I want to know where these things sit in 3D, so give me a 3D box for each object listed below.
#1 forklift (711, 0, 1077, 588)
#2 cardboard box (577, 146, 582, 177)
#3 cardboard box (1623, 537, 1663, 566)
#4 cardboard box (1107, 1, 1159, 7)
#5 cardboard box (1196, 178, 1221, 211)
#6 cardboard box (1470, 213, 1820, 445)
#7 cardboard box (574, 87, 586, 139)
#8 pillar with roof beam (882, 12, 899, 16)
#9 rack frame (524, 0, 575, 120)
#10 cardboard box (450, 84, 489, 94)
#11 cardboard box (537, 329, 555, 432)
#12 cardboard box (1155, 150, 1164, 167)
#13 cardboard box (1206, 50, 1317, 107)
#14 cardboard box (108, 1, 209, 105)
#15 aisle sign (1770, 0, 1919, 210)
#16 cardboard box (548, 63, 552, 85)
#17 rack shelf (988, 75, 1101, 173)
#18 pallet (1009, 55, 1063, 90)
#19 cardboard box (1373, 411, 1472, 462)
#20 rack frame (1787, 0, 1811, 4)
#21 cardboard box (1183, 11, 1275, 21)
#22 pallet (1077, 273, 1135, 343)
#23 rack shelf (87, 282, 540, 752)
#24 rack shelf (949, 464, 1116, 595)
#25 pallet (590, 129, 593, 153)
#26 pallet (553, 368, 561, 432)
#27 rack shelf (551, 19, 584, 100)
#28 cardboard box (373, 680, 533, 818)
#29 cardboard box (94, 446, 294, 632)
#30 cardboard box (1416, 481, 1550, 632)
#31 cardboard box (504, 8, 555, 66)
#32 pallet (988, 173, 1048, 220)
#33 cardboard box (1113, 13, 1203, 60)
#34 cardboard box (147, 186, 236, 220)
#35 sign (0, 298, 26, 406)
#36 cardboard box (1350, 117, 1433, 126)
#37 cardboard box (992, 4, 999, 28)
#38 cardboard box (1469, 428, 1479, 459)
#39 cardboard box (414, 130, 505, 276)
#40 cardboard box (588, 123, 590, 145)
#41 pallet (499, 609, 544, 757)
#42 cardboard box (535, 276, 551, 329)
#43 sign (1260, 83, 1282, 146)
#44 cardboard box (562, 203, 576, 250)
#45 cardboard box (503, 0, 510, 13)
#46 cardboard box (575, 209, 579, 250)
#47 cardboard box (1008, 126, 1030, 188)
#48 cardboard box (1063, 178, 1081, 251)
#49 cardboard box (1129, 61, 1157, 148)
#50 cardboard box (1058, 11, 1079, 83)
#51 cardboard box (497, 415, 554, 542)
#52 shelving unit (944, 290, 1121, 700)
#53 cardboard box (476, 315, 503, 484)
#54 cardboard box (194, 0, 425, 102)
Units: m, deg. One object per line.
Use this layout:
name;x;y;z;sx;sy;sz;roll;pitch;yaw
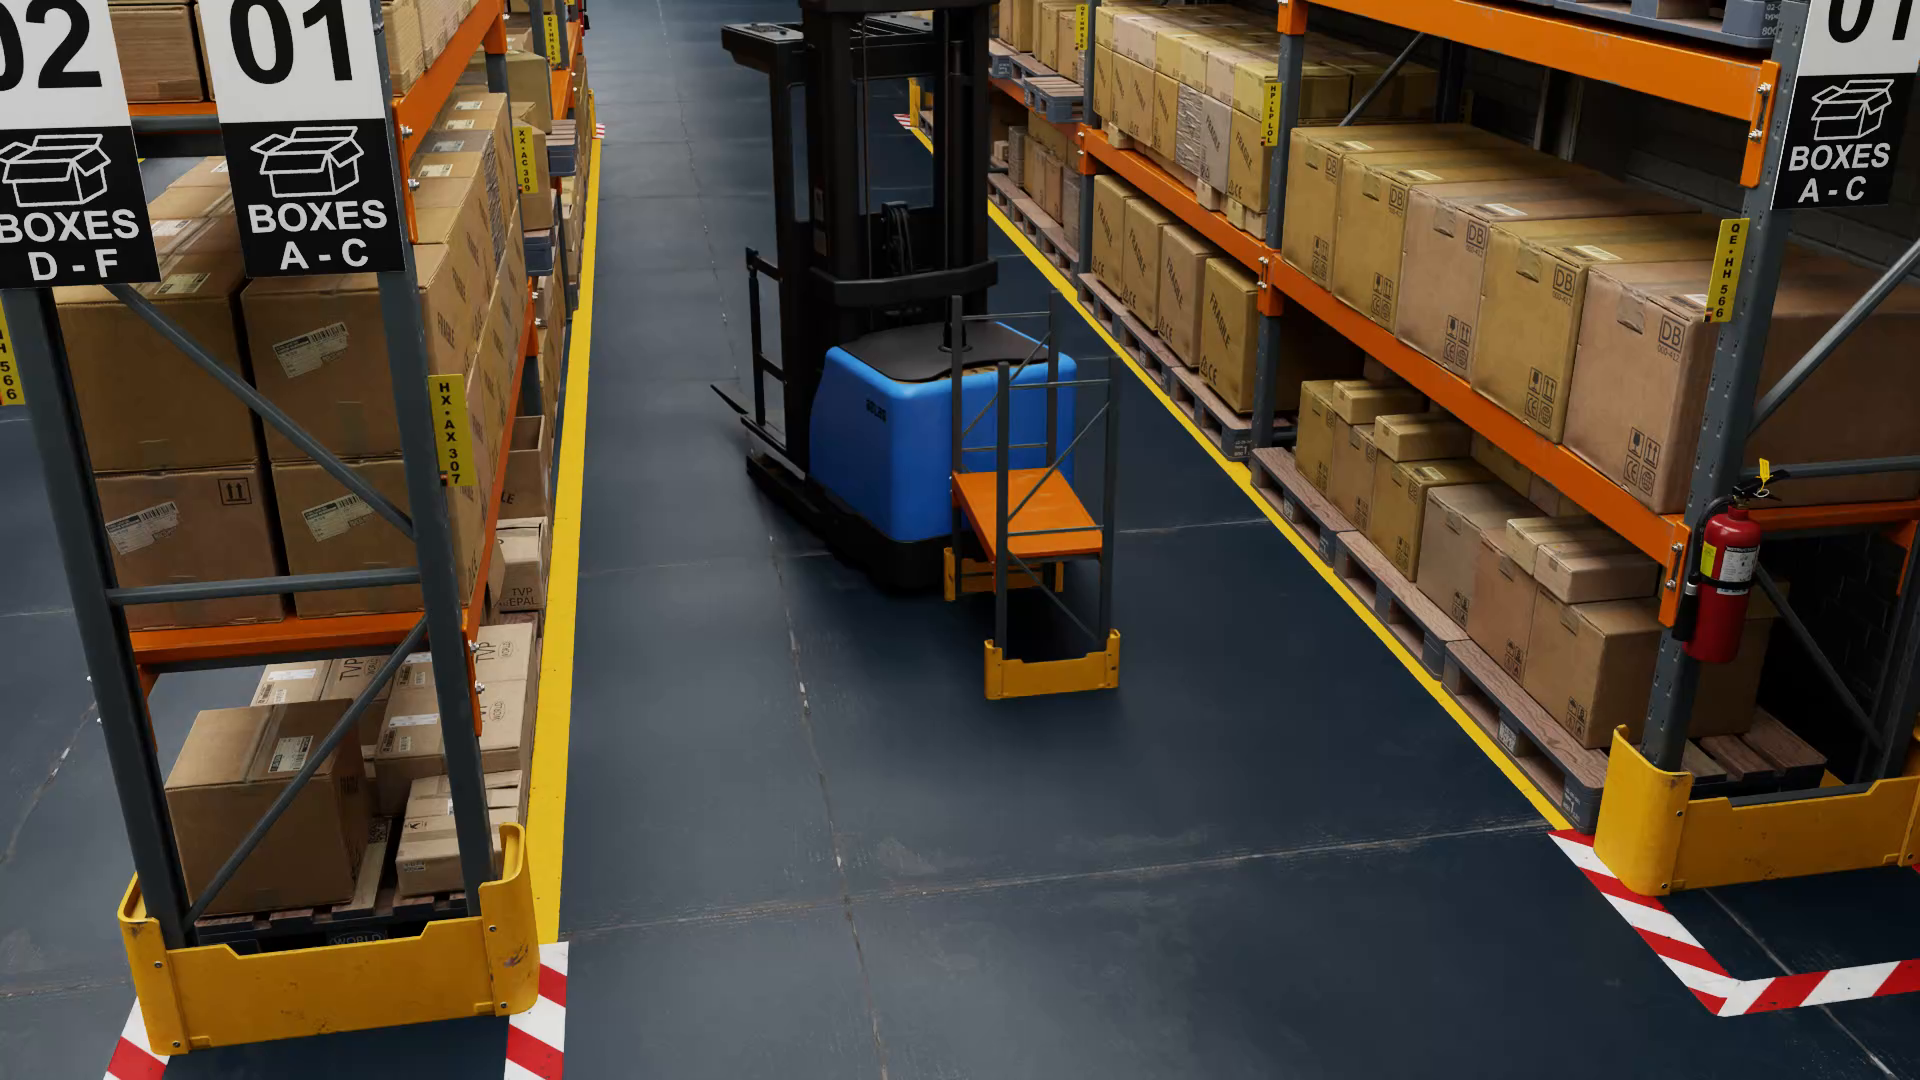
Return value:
forklift;-0.557;-1.663;8.897;1.130;2.935;3.031;-12;26;-26
cardboard box;-3.704;-3.431;15.068;0.500;0.311;0.500;-4;24;-8
cardboard box;2.821;-0.009;6.811;0.380;0.149;0.250;-4;24;-10
cardboard box;1.351;-4.057;12.806;0.380;0.149;0.250;-8;25;-17
cardboard box;1.663;-2.114;10.131;0.380;0.149;0.250;-4;24;-10
cardboard box;2.674;-0.855;6.584;0.980;0.700;0.700;-4;24;-10
cardboard box;-4.041;-4.262;16.734;0.500;0.500;0.500;-4;24;-10
pillar with roof beam;-5.505;-13.465;28.336;9.100;9.000;0.400;-4;24;-10
rack frame;-4.163;-4.584;15.498;1.000;3.000;0.127;-4;24;-10
cardboard box;-3.071;-2.366;9.770;0.700;0.500;0.500;-11;26;-23
cardboard box;-2.643;-0.911;9.661;0.500;0.500;0.500;-4;24;-9
cardboard box;1.543;-2.622;11.295;0.380;0.149;0.250;-4;24;-9
cardboard box;1.761;-2.707;9.742;0.500;0.250;0.500;-4;24;-9
cardboard box;-2.298;-1.352;4.538;0.500;0.250;0.500;-4;24;-10
aisle sign;2.642;-1.373;4.898;0.394;0.787;0.004;-4;24;-10
cardboard box;-3.820;-4.190;14.764;0.396;0.266;0.258;-5;24;-11
rack shelf;1.074;-3.836;14.684;1.077;0.370;4.000;-4;24;-10
pallet;1.038;-4.066;14.553;1.003;0.211;1.213;-4;24;-10
cardboard box;2.202;-0.494;7.922;0.380;0.149;0.250;-5;24;-11
rack frame;2.924;-2.981;4.333;1.000;3.000;0.127;-4;24;-10
cardboard box;1.875;-3.550;11.673;0.500;0.250;0.500;-5;24;-11
pallet;1.516;-1.785;12.574;1.003;0.211;1.213;-4;24;-10
rack shelf;-2.314;-0.321;6.636;1.077;0.370;4.000;-4;24;-10
rack shelf;0.305;-0.069;7.483;0.538;0.185;1.000;-4;24;-10
pallet;-4.720;-4.582;18.977;1.003;0.211;1.213;-4;24;-10
pallet;-3.100;-0.957;10.678;1.003;0.211;1.213;-4;24;-10
rack shelf;-4.533;-5.041;17.443;1.077;0.370;4.000;-4;24;-10
cardboard box;-1.858;0.763;6.141;0.500;0.250;0.500;-4;24;-10
cardboard box;-2.294;-0.066;5.028;0.500;0.500;0.500;-4;24;-8
cardboard box;2.510;0.059;7.467;0.700;0.500;0.500;-5;24;-11
cardboard box;-4.251;-4.804;15.877;0.700;0.500;0.500;-5;24;-11
pallet;0.850;-3.368;16.198;1.003;0.211;1.213;-4;24;-10
cardboard box;1.375;-3.505;11.568;0.500;0.250;0.500;-5;24;-10
cardboard box;-2.491;-0.925;5.746;0.500;0.500;0.500;-4;24;-8
sign;-2.493;-0.506;4.320;0.100;0.325;0.005;-4;24;-10
cardboard box;2.347;-2.196;9.509;0.500;0.500;0.500;-5;24;-12
cardboard box;0.313;-5.399;16.590;0.500;0.500;0.500;-4;24;-10
cardboard box;2.584;-0.509;7.957;0.380;0.149;0.250;-4;24;-9
cardboard box;-2.145;-1.362;6.747;0.500;0.500;0.500;-4;24;-9
cardboard box;-4.224;-4.312;17.785;0.500;0.250;0.500;-4;24;-10
pallet;-2.329;0.592;7.132;1.003;0.211;1.213;-4;24;-10
cardboard box;-2.719;-1.439;9.933;0.500;0.250;0.500;-4;24;-10
sign;1.652;-2.256;8.819;0.100;0.325;0.005;-4;24;-10
cardboard box;-3.232;-2.428;12.771;0.500;0.311;0.500;-4;24;-8
cardboard box;-4.424;-5.018;15.557;0.380;0.149;0.250;-4;24;-10
cardboard box;-3.427;-2.572;13.803;0.500;0.250;0.500;-5;24;-11
cardboard box;0.857;-3.720;16.093;0.700;0.500;0.500;-3;24;-8
cardboard box;1.260;-2.714;13.790;0.700;0.500;0.500;-4;24;-9
cardboard box;1.461;-2.958;11.254;0.500;0.500;0.500;-4;24;-10
cardboard box;1.218;-4.028;13.551;0.700;0.500;0.500;-7;24;-15
cardboard box;-2.299;-0.290;8.240;0.500;0.500;0.500;-4;24;-10
shelving unit;0.306;-0.230;7.402;0.587;1.500;1.083;-4;24;-10
cardboard box;-1.957;-0.504;6.031;0.500;0.500;0.500;-4;24;-10
cardboard box;-1.789;-1.391;4.626;0.500;0.250;0.500;-4;24;-10
